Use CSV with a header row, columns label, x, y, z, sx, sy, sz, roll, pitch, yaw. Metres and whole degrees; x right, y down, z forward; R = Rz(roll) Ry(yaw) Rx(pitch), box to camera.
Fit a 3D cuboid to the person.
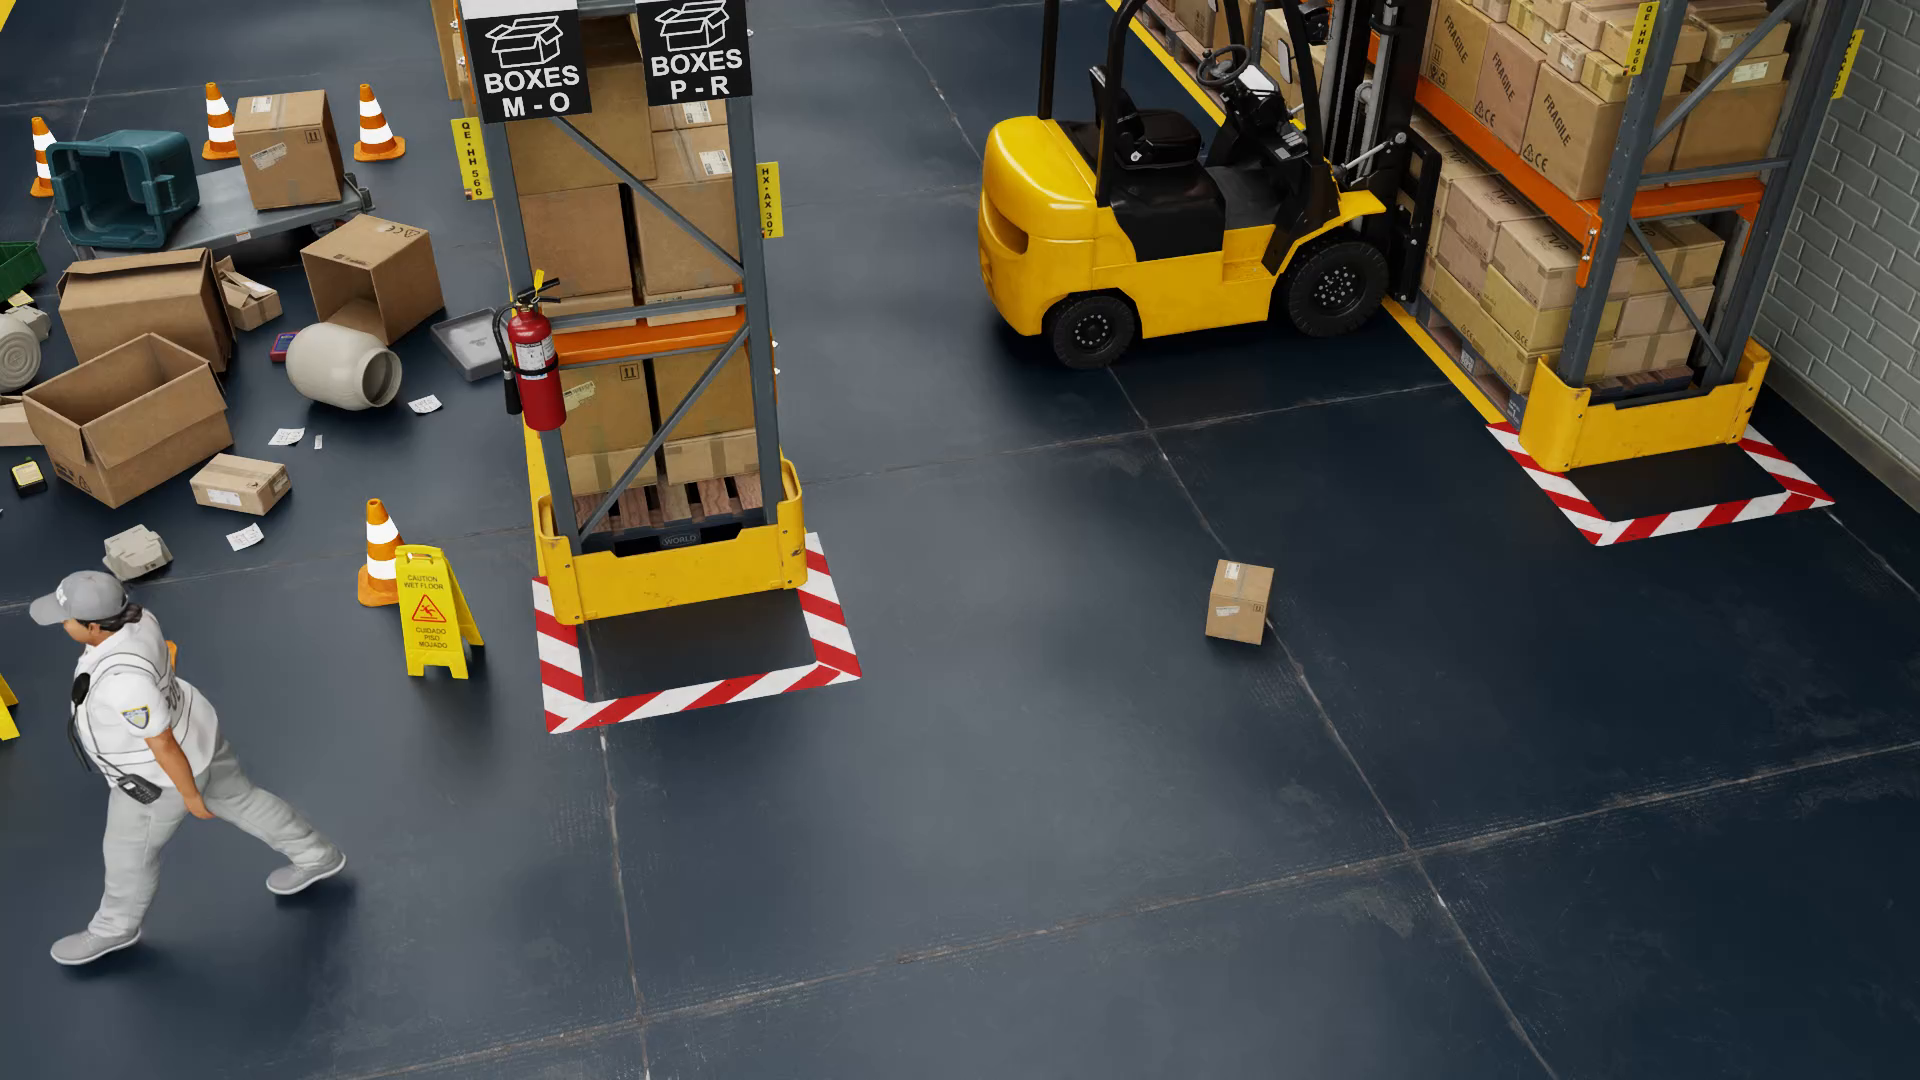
label,x,y,z,sx,sy,sz,roll,pitch,yaw
person,-2.833,0.737,5.769,1.028,1.596,0.496,-8,39,-10
